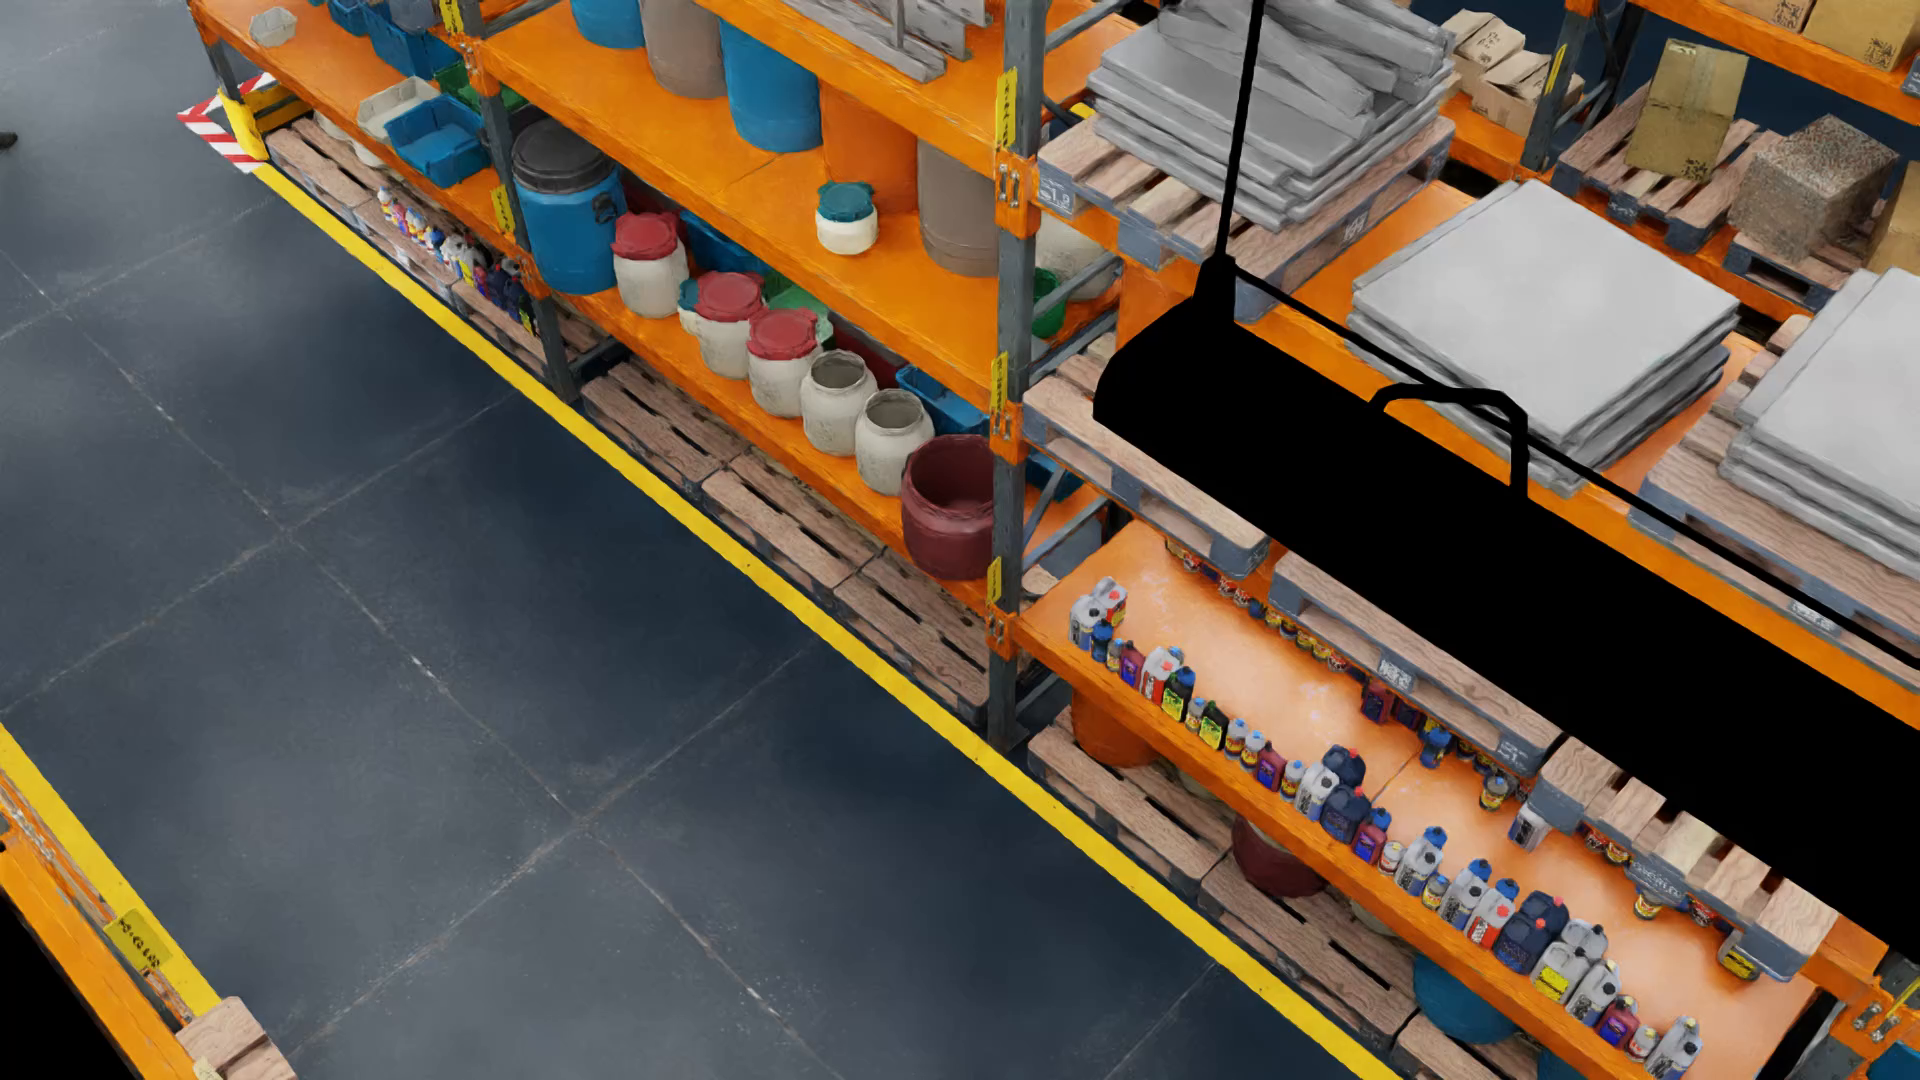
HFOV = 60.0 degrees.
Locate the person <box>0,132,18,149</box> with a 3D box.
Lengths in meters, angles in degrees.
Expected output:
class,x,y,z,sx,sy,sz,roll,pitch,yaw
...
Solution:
class,x,y,z,sx,sy,sz,roll,pitch,yaw
person,-7.591,-3.539,12.251,0.589,1.715,0.538,14,51,12
